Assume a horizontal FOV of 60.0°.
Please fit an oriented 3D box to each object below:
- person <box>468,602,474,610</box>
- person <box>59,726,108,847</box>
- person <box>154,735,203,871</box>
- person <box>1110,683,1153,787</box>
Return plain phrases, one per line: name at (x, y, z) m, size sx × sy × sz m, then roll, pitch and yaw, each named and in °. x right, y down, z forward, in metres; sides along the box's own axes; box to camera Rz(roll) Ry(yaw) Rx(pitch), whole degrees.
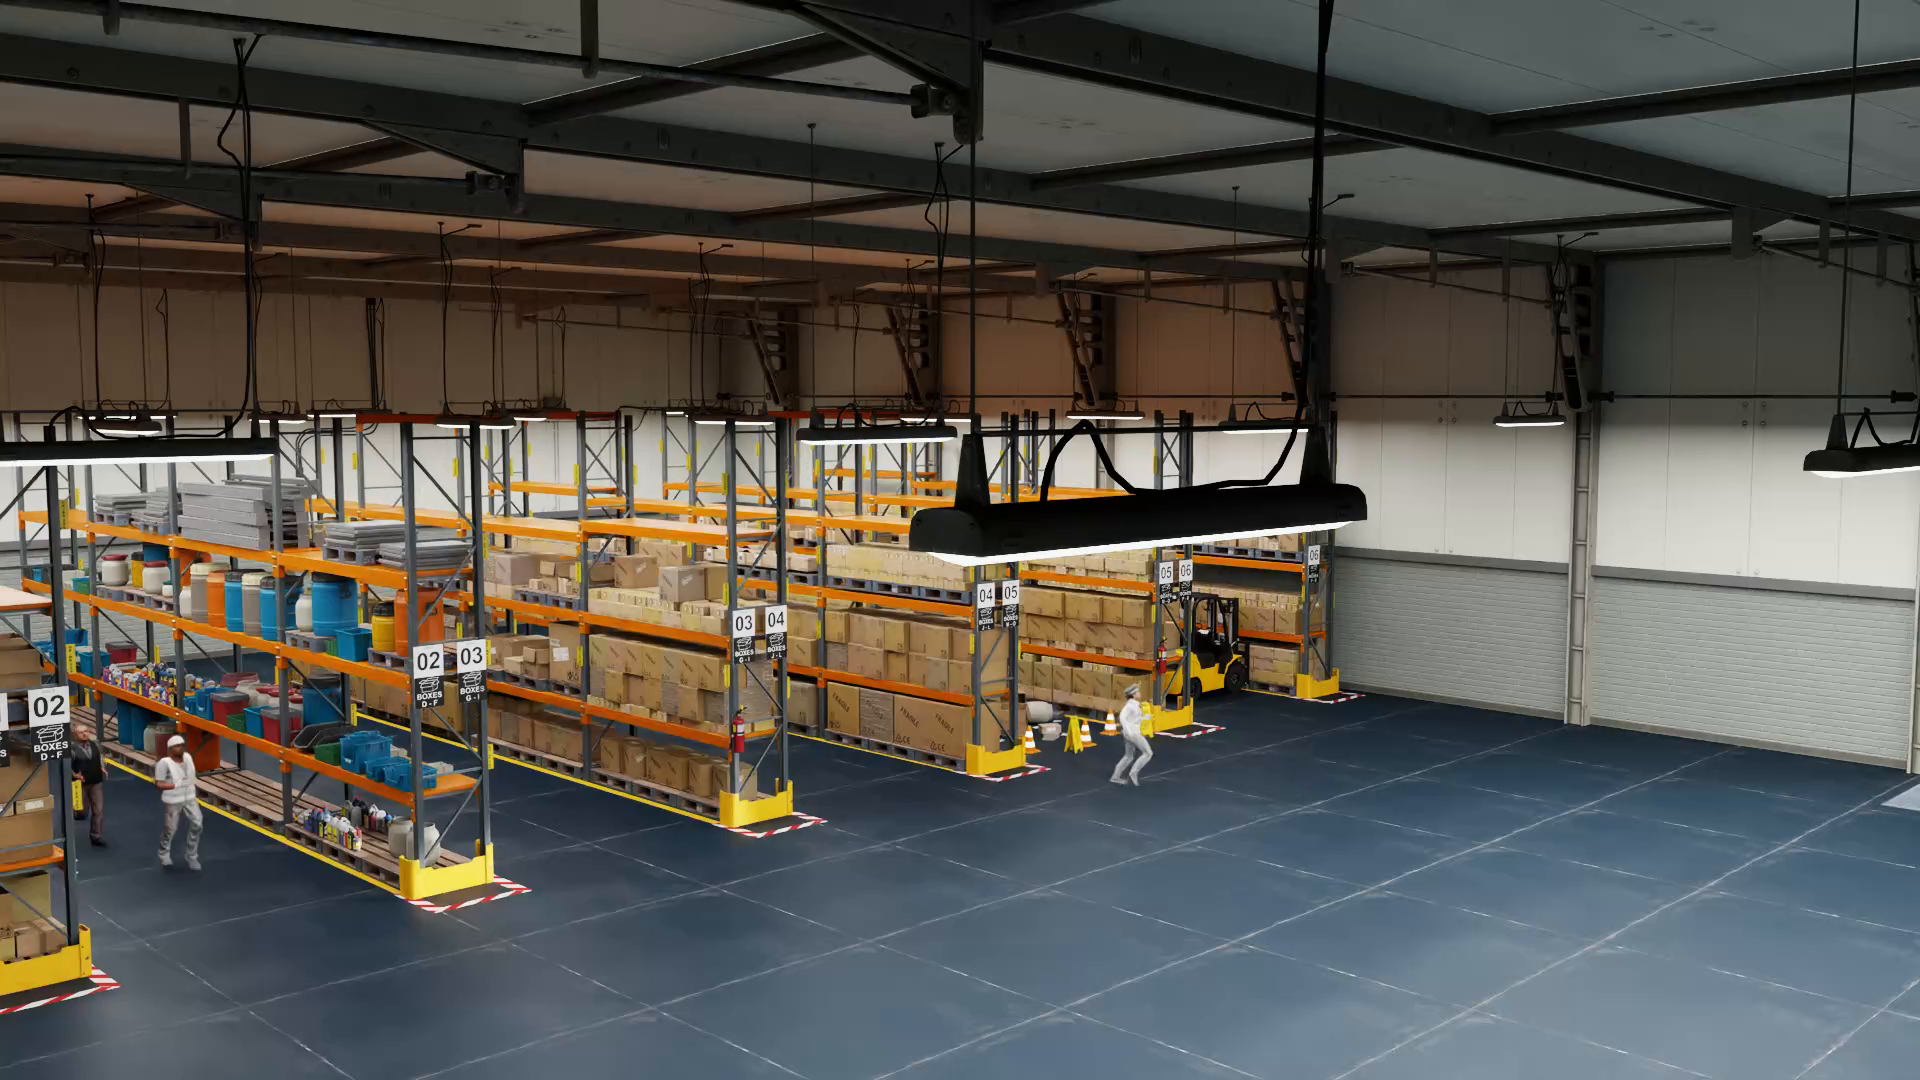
person at (-10.951, 2.236, 37.243) m, size 0.709 × 1.794 × 0.703 m, roll -3°, pitch 6°, yaw -32°
person at (-12.337, 3.456, 23.480) m, size 0.896 × 1.691 × 0.677 m, roll 3°, pitch 6°, yaw 35°
person at (-10.418, 3.519, 22.166) m, size 0.780 × 1.852 × 0.686 m, roll 3°, pitch 6°, yaw 33°
person at (2.784, 3.153, 26.940) m, size 0.682 × 1.674 × 0.601 m, roll 0°, pitch 5°, yaw -2°
